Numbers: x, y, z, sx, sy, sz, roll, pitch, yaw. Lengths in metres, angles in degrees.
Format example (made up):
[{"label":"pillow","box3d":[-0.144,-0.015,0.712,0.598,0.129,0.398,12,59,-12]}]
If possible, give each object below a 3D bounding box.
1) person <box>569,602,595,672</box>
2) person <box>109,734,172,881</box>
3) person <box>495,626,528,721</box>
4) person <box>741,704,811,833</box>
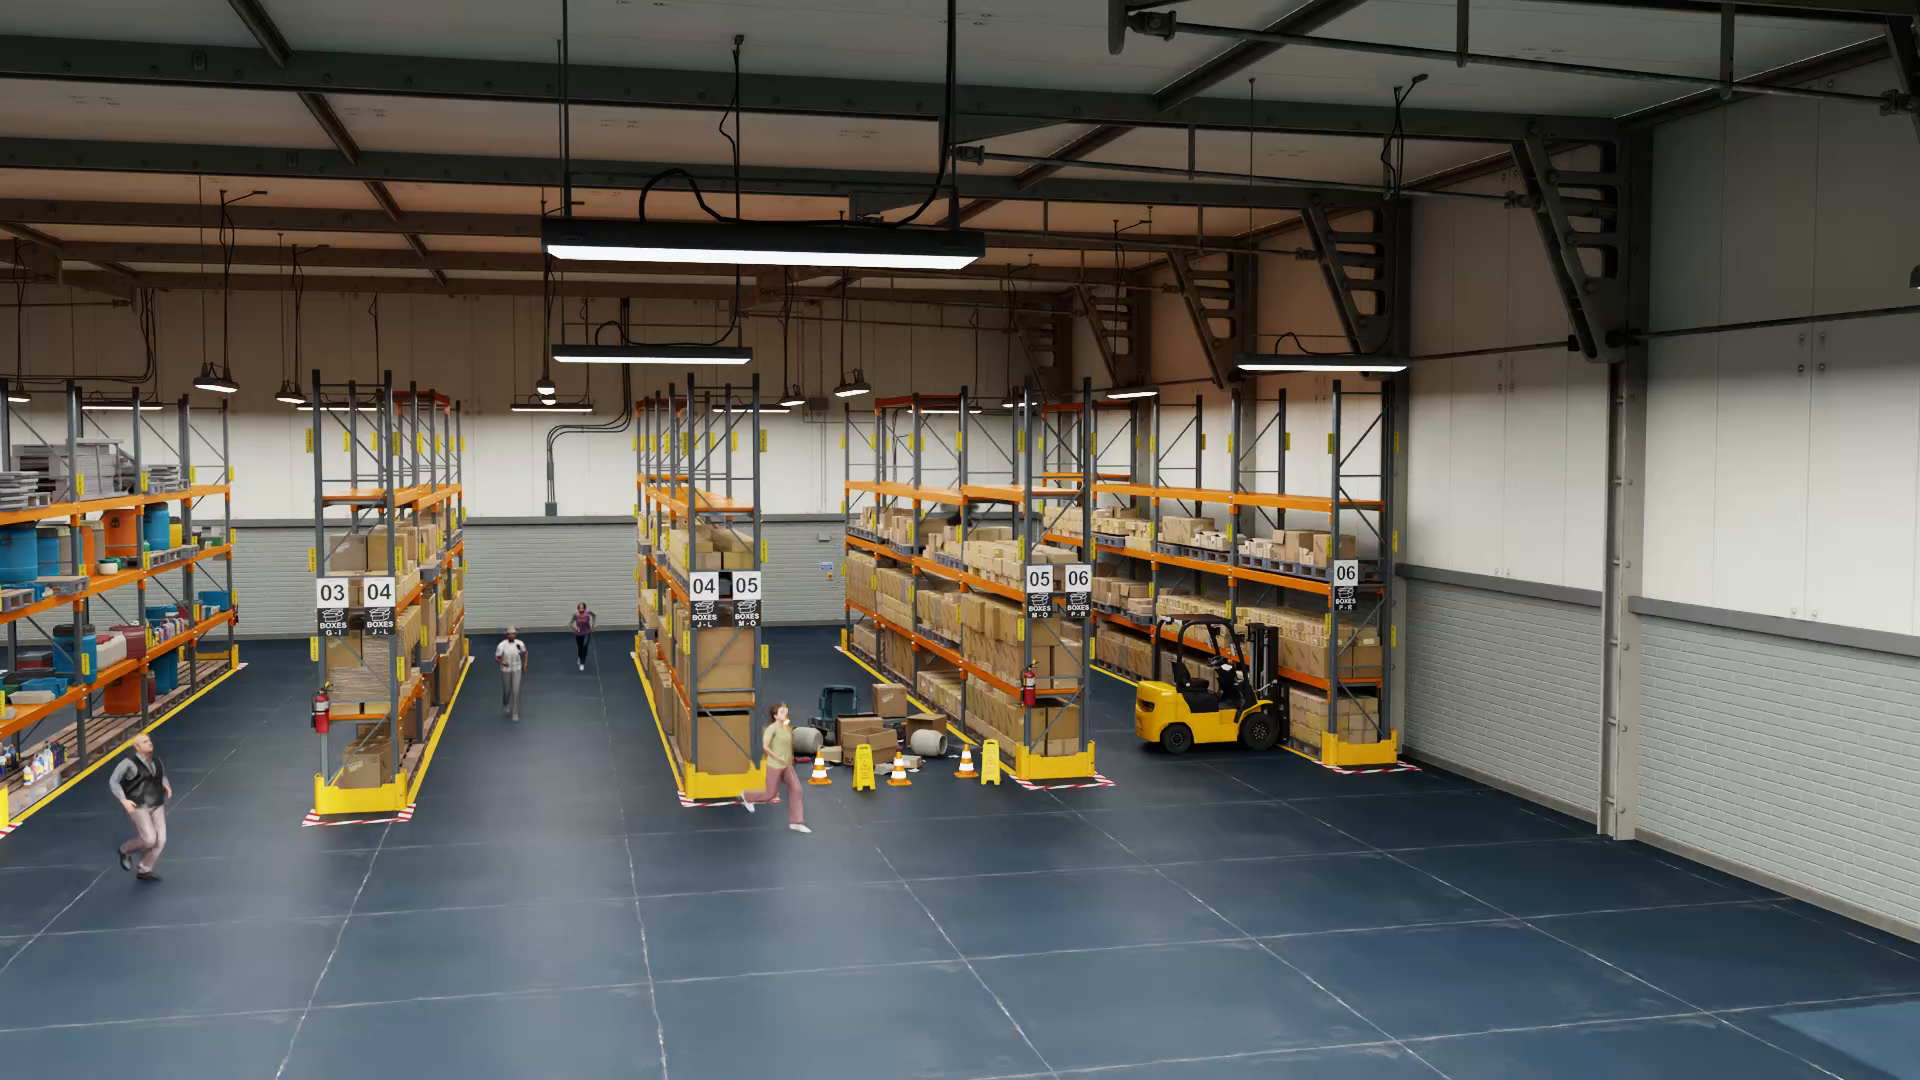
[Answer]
[{"label":"person","box3d":[-8.411,2.121,37.018,0.577,1.547,0.918,-1,3,-17]},{"label":"person","box3d":[-9.341,3.065,19.053,0.553,1.683,0.706,1,4,24]},{"label":"person","box3d":[-8.185,2.409,30.369,0.600,1.716,0.812,-1,4,-20]},{"label":"person","box3d":[-2.365,2.949,21.597,0.977,1.645,0.556,2,4,31]}]
